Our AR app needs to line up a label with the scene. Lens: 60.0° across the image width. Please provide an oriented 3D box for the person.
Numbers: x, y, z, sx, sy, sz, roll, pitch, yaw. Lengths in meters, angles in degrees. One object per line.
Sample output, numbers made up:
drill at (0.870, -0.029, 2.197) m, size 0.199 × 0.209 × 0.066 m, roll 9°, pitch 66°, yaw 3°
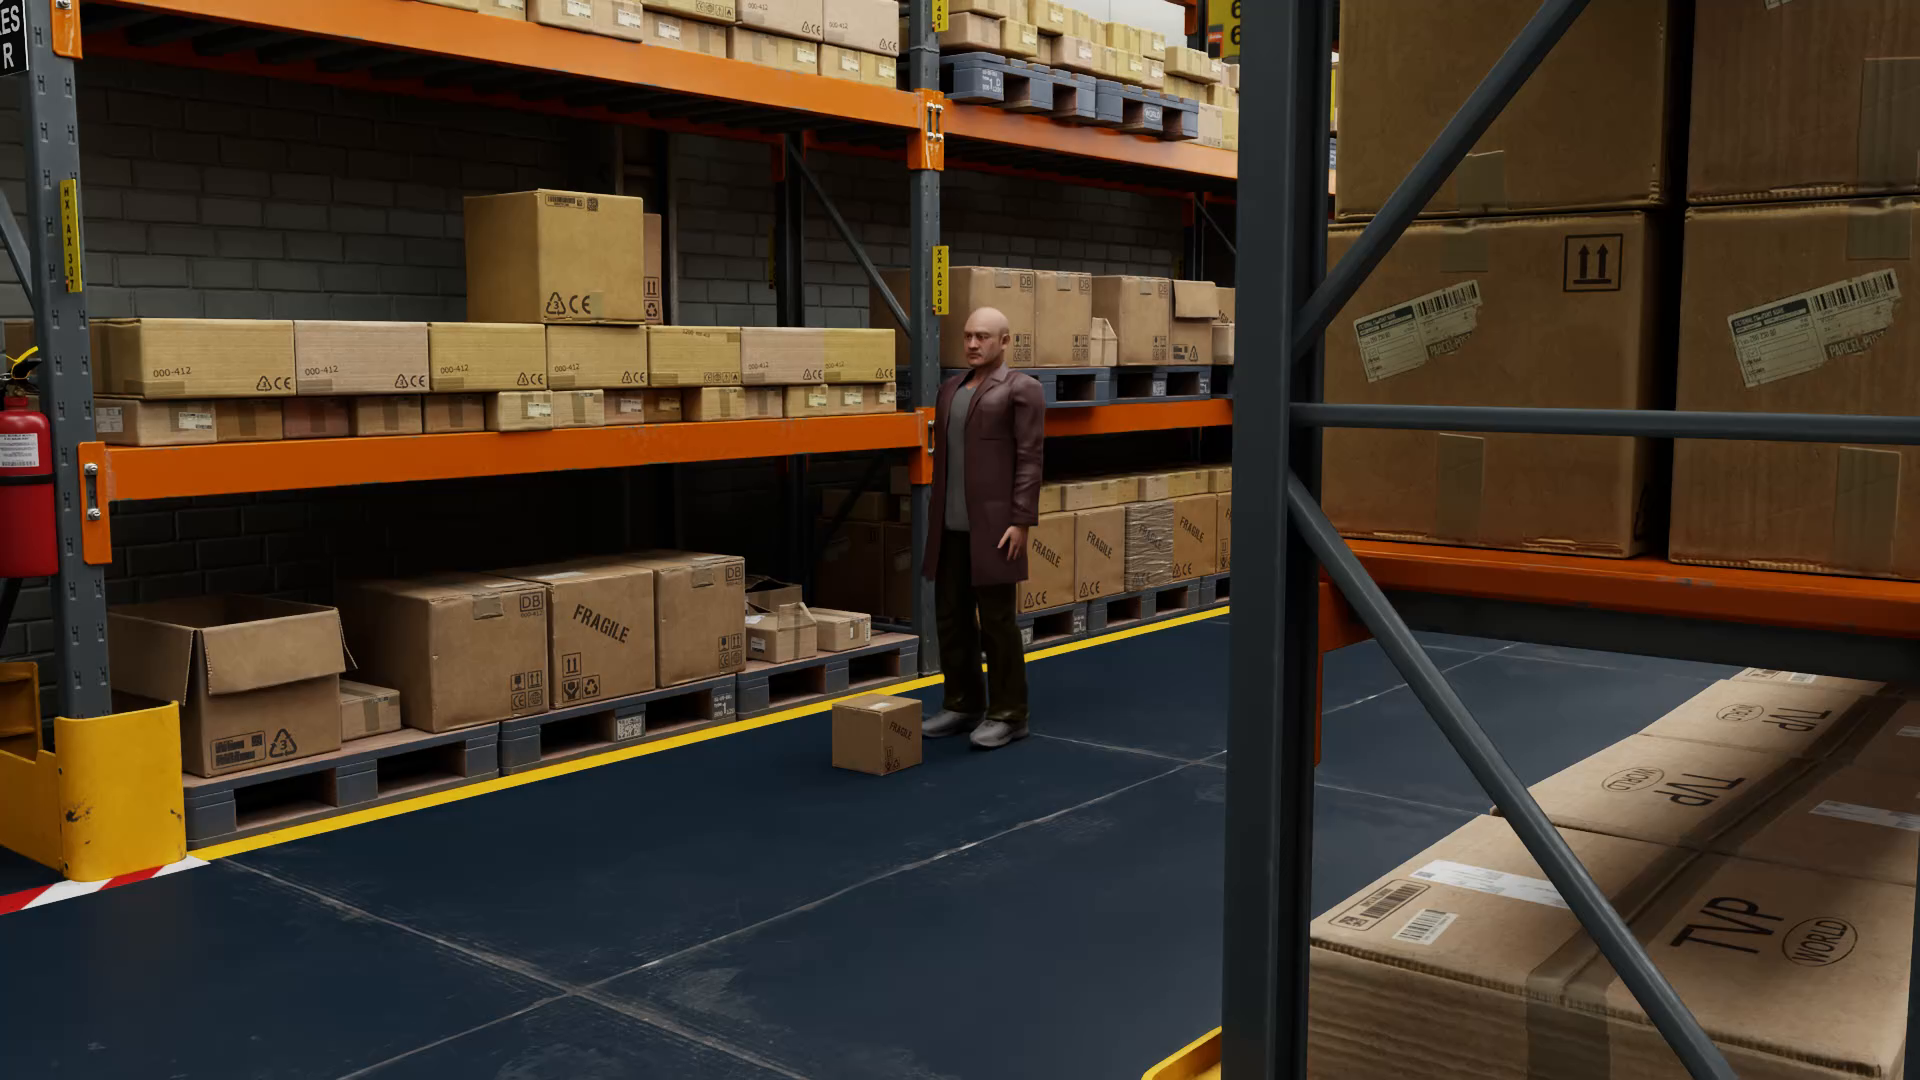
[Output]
person at (0.084, -0.057, 6.800) m, size 0.561 × 1.777 × 0.380 m, roll 6°, pitch 9°, yaw 40°
